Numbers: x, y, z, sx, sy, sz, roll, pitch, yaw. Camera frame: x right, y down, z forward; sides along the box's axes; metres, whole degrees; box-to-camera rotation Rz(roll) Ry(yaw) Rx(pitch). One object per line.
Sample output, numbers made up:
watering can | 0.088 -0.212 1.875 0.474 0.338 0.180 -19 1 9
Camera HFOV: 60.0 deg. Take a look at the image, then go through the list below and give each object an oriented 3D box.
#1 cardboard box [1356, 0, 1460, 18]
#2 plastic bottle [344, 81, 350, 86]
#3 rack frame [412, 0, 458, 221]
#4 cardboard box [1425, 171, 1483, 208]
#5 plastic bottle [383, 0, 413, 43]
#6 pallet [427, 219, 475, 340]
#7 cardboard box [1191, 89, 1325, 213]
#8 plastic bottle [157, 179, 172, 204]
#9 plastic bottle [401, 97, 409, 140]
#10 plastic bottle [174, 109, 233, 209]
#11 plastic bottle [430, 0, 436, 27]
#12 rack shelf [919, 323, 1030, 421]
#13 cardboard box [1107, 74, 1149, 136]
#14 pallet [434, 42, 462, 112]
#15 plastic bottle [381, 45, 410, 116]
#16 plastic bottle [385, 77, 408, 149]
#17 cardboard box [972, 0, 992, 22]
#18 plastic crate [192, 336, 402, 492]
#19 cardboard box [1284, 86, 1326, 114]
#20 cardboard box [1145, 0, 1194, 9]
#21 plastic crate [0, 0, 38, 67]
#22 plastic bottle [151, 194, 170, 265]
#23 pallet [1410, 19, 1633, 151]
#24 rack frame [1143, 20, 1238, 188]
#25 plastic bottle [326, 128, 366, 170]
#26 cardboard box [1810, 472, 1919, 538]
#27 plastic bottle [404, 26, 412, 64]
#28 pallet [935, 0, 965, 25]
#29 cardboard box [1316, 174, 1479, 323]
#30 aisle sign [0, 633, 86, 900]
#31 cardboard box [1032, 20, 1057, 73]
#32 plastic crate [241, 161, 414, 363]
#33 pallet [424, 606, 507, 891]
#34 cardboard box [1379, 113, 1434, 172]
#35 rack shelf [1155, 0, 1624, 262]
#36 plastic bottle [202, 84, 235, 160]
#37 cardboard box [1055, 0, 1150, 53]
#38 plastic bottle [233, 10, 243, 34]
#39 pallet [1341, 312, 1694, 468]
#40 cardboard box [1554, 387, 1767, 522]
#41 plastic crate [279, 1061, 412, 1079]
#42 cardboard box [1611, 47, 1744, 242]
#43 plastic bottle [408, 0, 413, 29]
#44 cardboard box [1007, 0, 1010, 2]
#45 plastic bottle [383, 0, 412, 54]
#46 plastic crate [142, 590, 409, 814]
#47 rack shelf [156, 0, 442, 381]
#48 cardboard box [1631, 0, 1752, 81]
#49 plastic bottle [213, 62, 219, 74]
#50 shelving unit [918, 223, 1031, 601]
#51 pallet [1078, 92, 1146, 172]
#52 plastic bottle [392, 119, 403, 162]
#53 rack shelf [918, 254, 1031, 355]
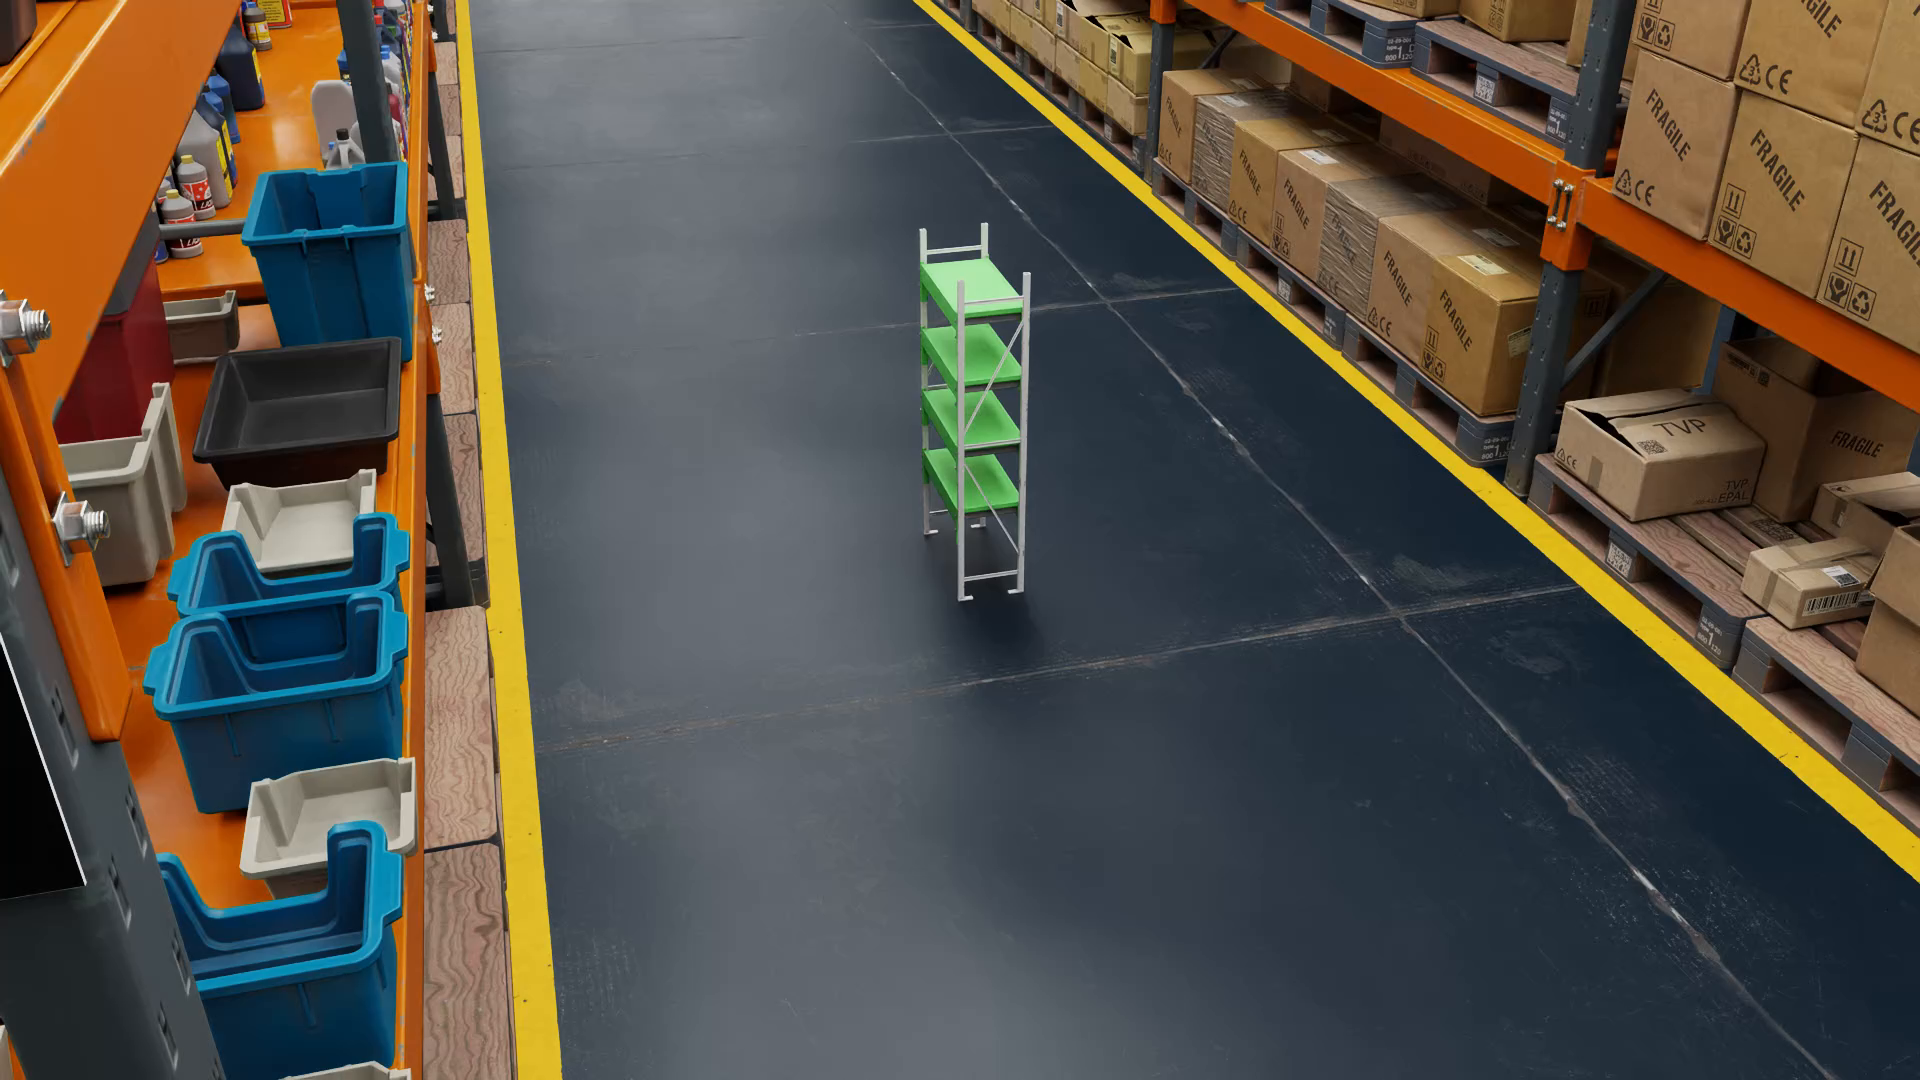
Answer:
cardboard box | 2.131 -2.623 7.268 0.700 0.500 0.500 -16 34 -26
plastic bottle | -2.295 -1.618 6.249 0.097 0.201 0.097 0 30 0
rack frame | -3.179 -2.828 8.142 1.000 3.000 0.127 -8 31 -13
cardboard box | 2.488 -1.426 7.775 0.500 0.500 0.500 -7 31 -13
plastic bottle | -2.534 -2.370 7.479 0.097 0.271 0.097 0 30 0
pallet | -2.929 -1.246 8.192 1.003 0.211 1.213 -8 31 -13
cardboard box | 1.588 -2.083 8.911 0.500 0.500 0.500 -9 31 -15
plastic bottle | -2.567 -1.082 5.324 0.097 0.201 0.097 0 30 0
plastic bottle | -2.123 -1.591 6.203 0.097 0.201 0.097 0 30 0
plastic bottle | -2.537 -1.294 5.541 0.144 0.351 0.185 -8 31 -13
plastic bottle | -3.902 -3.982 12.419 0.097 0.271 0.097 0 30 0
rack shelf | 0.044 -0.592 5.723 0.258 0.148 0.480 -8 31 -13
cardboard box | 1.223 -2.698 10.243 0.500 0.250 0.500 -7 31 -12
pallet | -3.995 -3.179 11.531 1.003 0.211 1.213 -8 31 -13
plastic bottle | -2.210 -1.780 6.460 0.097 0.271 0.097 0 30 0
plastic bottle | -2.118 -1.564 6.081 0.152 0.276 0.135 -8 31 -13
cardboard box | 0.404 -4.181 12.804 0.500 0.250 0.500 -9 31 -14
plastic crate | -1.561 -0.298 3.985 0.437 0.125 0.590 -8 31 -13
cardboard box | 2.073 -2.173 9.066 0.500 0.500 0.500 -7 31 -11
cardboard box | 1.461 -3.510 11.086 0.500 0.311 0.500 -9 31 -15
plastic crate | -0.889 -0.429 1.133 0.497 0.269 0.590 -8 31 -13
plastic bottle | -2.533 -0.990 5.089 0.152 0.276 0.135 -8 31 -13
pallet | 2.553 -1.870 6.678 1.003 0.211 1.213 -8 31 -13
rack frame | 1.598 -3.485 9.276 1.000 3.000 0.127 -8 31 -13
plastic bottle | -1.909 -1.107 5.218 0.144 0.351 0.185 -8 31 -13
cardboard box | 3.242 -0.099 5.833 0.380 0.149 0.250 -8 31 -13
plastic bottle | -2.431 -2.152 7.171 0.097 0.201 0.097 0 30 0
pallet | 0.366 -4.600 13.986 1.003 0.211 1.213 -8 31 -13
cardboard box | 1.997 -1.344 7.633 0.500 0.500 0.500 -7 31 -13
aisle sign | -0.750 -0.094 0.823 0.394 0.787 0.004 -8 31 -13
cardboard box | 0.813 -3.438 11.521 0.500 0.250 0.500 -7 31 -12
plastic crate | -1.664 -0.735 4.482 0.392 0.384 0.575 -8 31 -13
pallet | -1.884 0.661 4.898 1.003 0.211 1.213 -8 31 -13
cardboard box | 2.367 -1.977 7.979 0.500 0.250 0.500 -8 31 -14
rack shelf | 2.129 -2.207 7.788 1.077 0.370 4.000 -8 31 -13
plastic bottle | -2.685 -1.498 5.973 0.097 0.271 0.097 0 30 0
cardboard box | 0.946 -3.434 10.954 0.500 0.311 0.500 -8 31 -14
plastic bottle | -3.190 -2.245 7.263 0.097 0.271 0.097 0 30 0
pallet | 2.407 -0.734 7.307 1.003 0.211 1.213 -8 31 -13
cardboard box | 2.562 -0.348 6.102 0.500 0.311 0.500 -8 31 -13
plastic crate | -0.809 0.795 2.085 0.250 0.136 0.298 -8 31 -13
cardboard box | 2.532 -1.314 5.426 0.500 0.500 0.500 -7 31 -12
plastic bottle | -2.599 -2.527 7.739 0.061 0.283 0.133 -8 31 -13
cardboard box | 0.534 -4.176 12.236 0.500 0.311 0.500 -8 31 -14
plastic bottle | -2.482 -2.276 7.316 0.097 0.271 0.097 0 30 0
plastic crate | -1.153 0.283 2.873 0.416 0.233 0.300 -8 31 -13
rack shelf | -2.648 -1.551 6.653 1.077 0.370 4.000 -8 31 -13
cardboard box | 2.513 -1.764 5.205 0.500 0.500 0.500 -7 31 -12
plastic bottle | -3.007 -1.852 6.580 0.152 0.276 0.135 -8 31 -13
shelving unit | 0.044 -0.439 5.811 0.258 1.200 0.503 -8 31 -13
pallet | 1.417 -2.681 10.671 1.003 0.211 1.213 -8 31 -13
plastic bottle | -1.974 -1.351 5.718 0.097 0.271 0.097 0 30 0
rack shelf | 0.044 -0.799 5.603 0.258 0.148 0.480 -8 31 -13
